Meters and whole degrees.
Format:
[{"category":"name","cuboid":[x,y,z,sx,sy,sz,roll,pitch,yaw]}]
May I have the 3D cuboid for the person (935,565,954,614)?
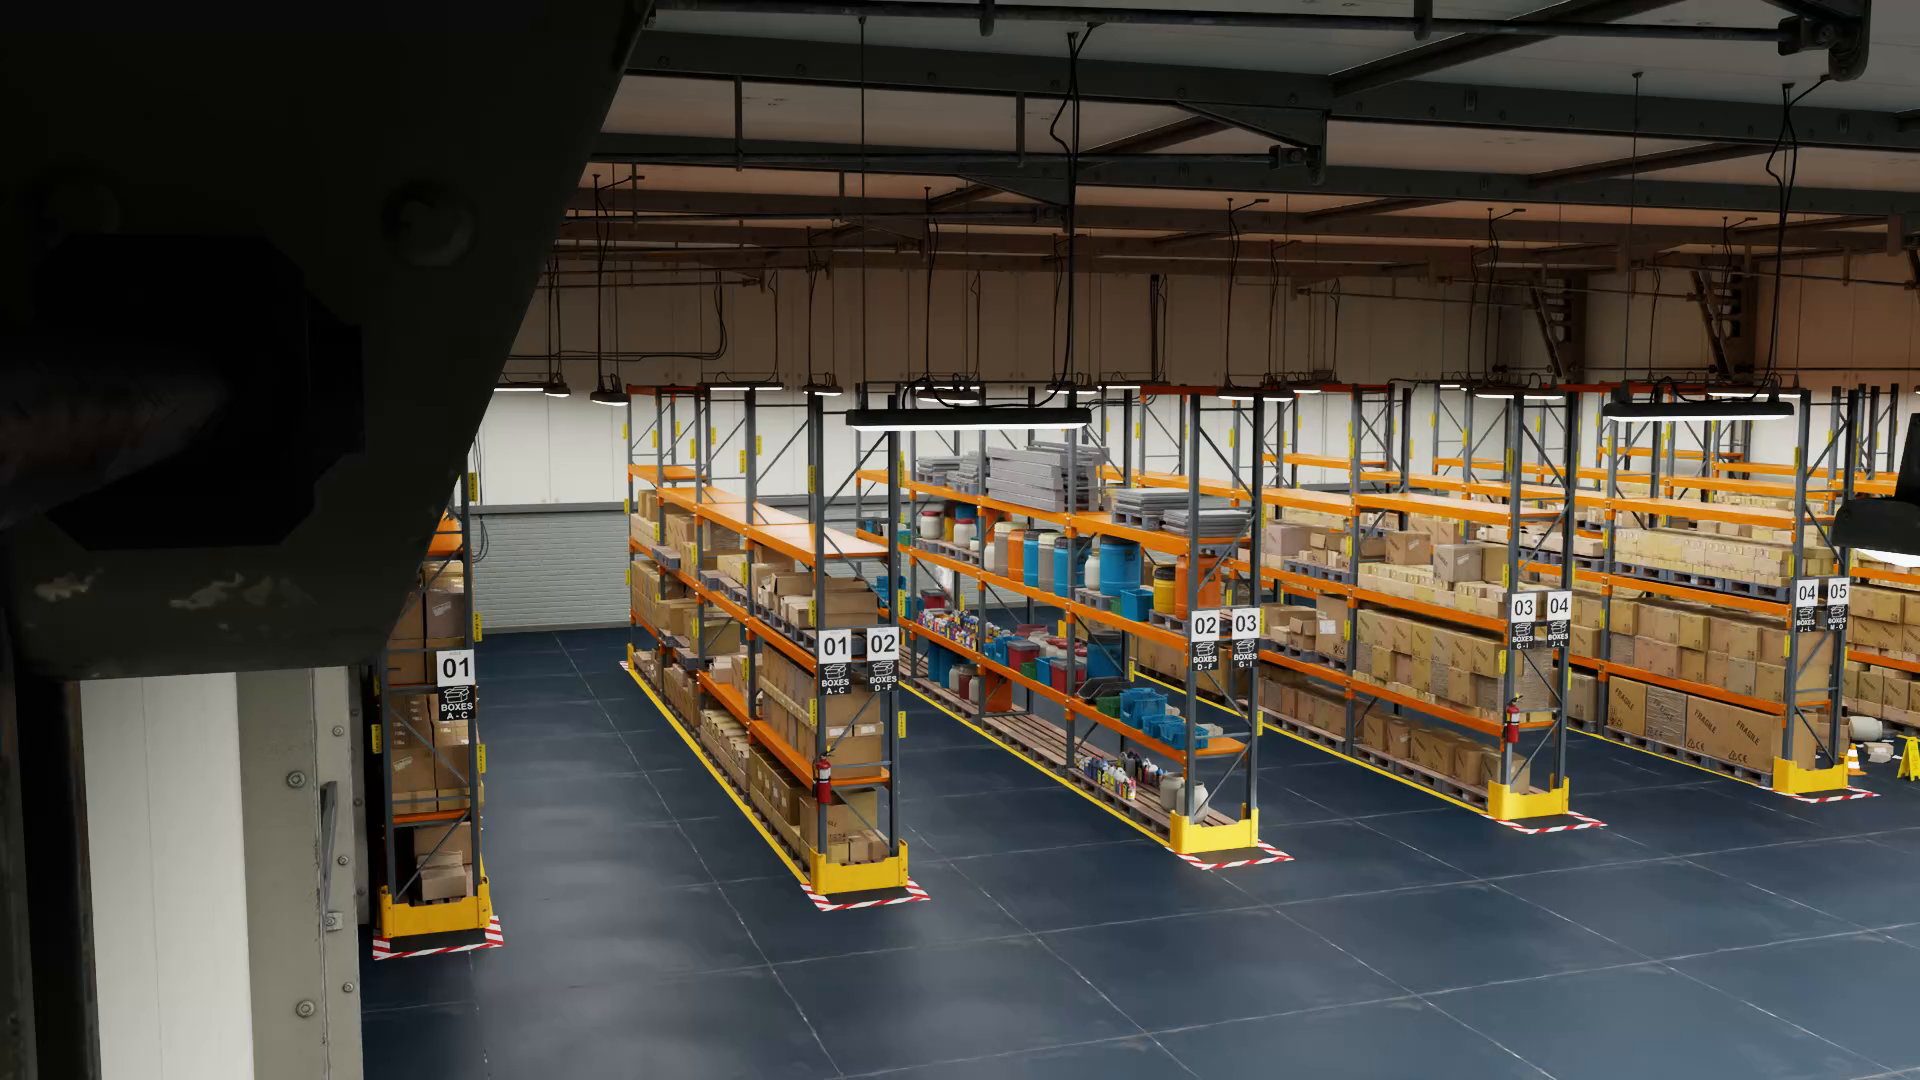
[{"category":"person","cuboid":[-0.360,1.209,41.498,0.995,1.729,0.599,1,6,10]}]
